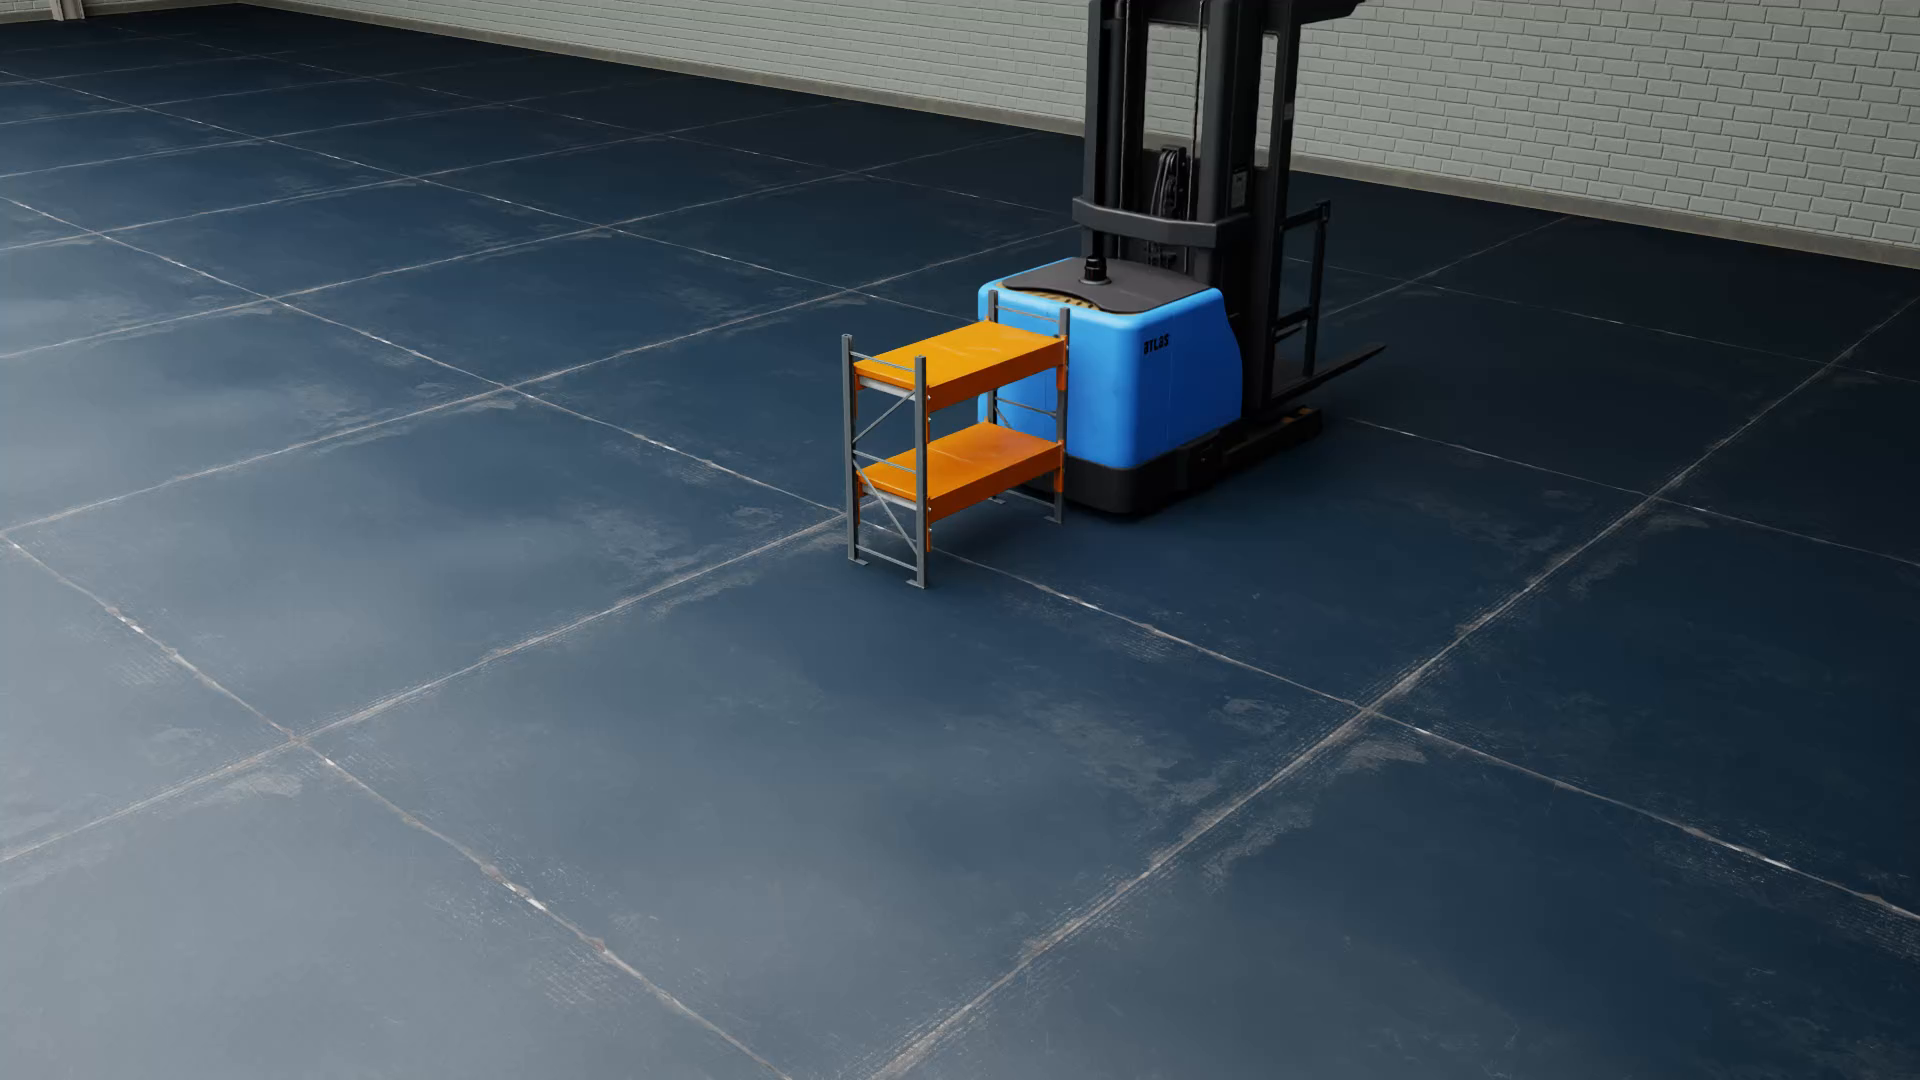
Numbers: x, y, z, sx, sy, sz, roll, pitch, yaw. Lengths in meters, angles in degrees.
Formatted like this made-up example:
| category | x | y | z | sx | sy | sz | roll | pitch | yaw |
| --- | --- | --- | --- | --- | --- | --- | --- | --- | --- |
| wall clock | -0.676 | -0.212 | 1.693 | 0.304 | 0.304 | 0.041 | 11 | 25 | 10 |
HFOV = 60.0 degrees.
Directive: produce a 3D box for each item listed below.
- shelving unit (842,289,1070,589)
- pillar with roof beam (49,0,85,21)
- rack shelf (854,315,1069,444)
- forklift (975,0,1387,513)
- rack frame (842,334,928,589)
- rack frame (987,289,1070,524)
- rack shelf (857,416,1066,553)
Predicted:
| category | x | y | z | sx | sy | sz | roll | pitch | yaw |
| --- | --- | --- | --- | --- | --- | --- | --- | --- | --- |
| shelving unit | -0.005 | -0.511 | 8.015 | 0.538 | 1.125 | 1.048 | 20 | 31 | 38 |
| pillar with roof beam | -11.491 | -11.531 | 22.969 | 9.100 | 9.000 | 0.400 | 20 | 31 | 38 |
| rack shelf | -0.005 | -0.778 | 7.896 | 0.538 | 0.278 | 1.000 | 20 | 31 | 38 |
| forklift | 1.431 | -1.992 | 9.111 | 1.130 | 2.935 | 3.031 | 20 | 31 | 37 |
| rack frame | -0.344 | -0.356 | 7.670 | 0.500 | 1.125 | 0.032 | 20 | 31 | 38 |
| rack frame | 0.335 | -0.666 | 8.361 | 0.500 | 1.125 | 0.032 | 20 | 31 | 38 |
| rack shelf | -0.004 | -0.288 | 8.115 | 0.538 | 0.278 | 1.000 | 20 | 31 | 38 |
